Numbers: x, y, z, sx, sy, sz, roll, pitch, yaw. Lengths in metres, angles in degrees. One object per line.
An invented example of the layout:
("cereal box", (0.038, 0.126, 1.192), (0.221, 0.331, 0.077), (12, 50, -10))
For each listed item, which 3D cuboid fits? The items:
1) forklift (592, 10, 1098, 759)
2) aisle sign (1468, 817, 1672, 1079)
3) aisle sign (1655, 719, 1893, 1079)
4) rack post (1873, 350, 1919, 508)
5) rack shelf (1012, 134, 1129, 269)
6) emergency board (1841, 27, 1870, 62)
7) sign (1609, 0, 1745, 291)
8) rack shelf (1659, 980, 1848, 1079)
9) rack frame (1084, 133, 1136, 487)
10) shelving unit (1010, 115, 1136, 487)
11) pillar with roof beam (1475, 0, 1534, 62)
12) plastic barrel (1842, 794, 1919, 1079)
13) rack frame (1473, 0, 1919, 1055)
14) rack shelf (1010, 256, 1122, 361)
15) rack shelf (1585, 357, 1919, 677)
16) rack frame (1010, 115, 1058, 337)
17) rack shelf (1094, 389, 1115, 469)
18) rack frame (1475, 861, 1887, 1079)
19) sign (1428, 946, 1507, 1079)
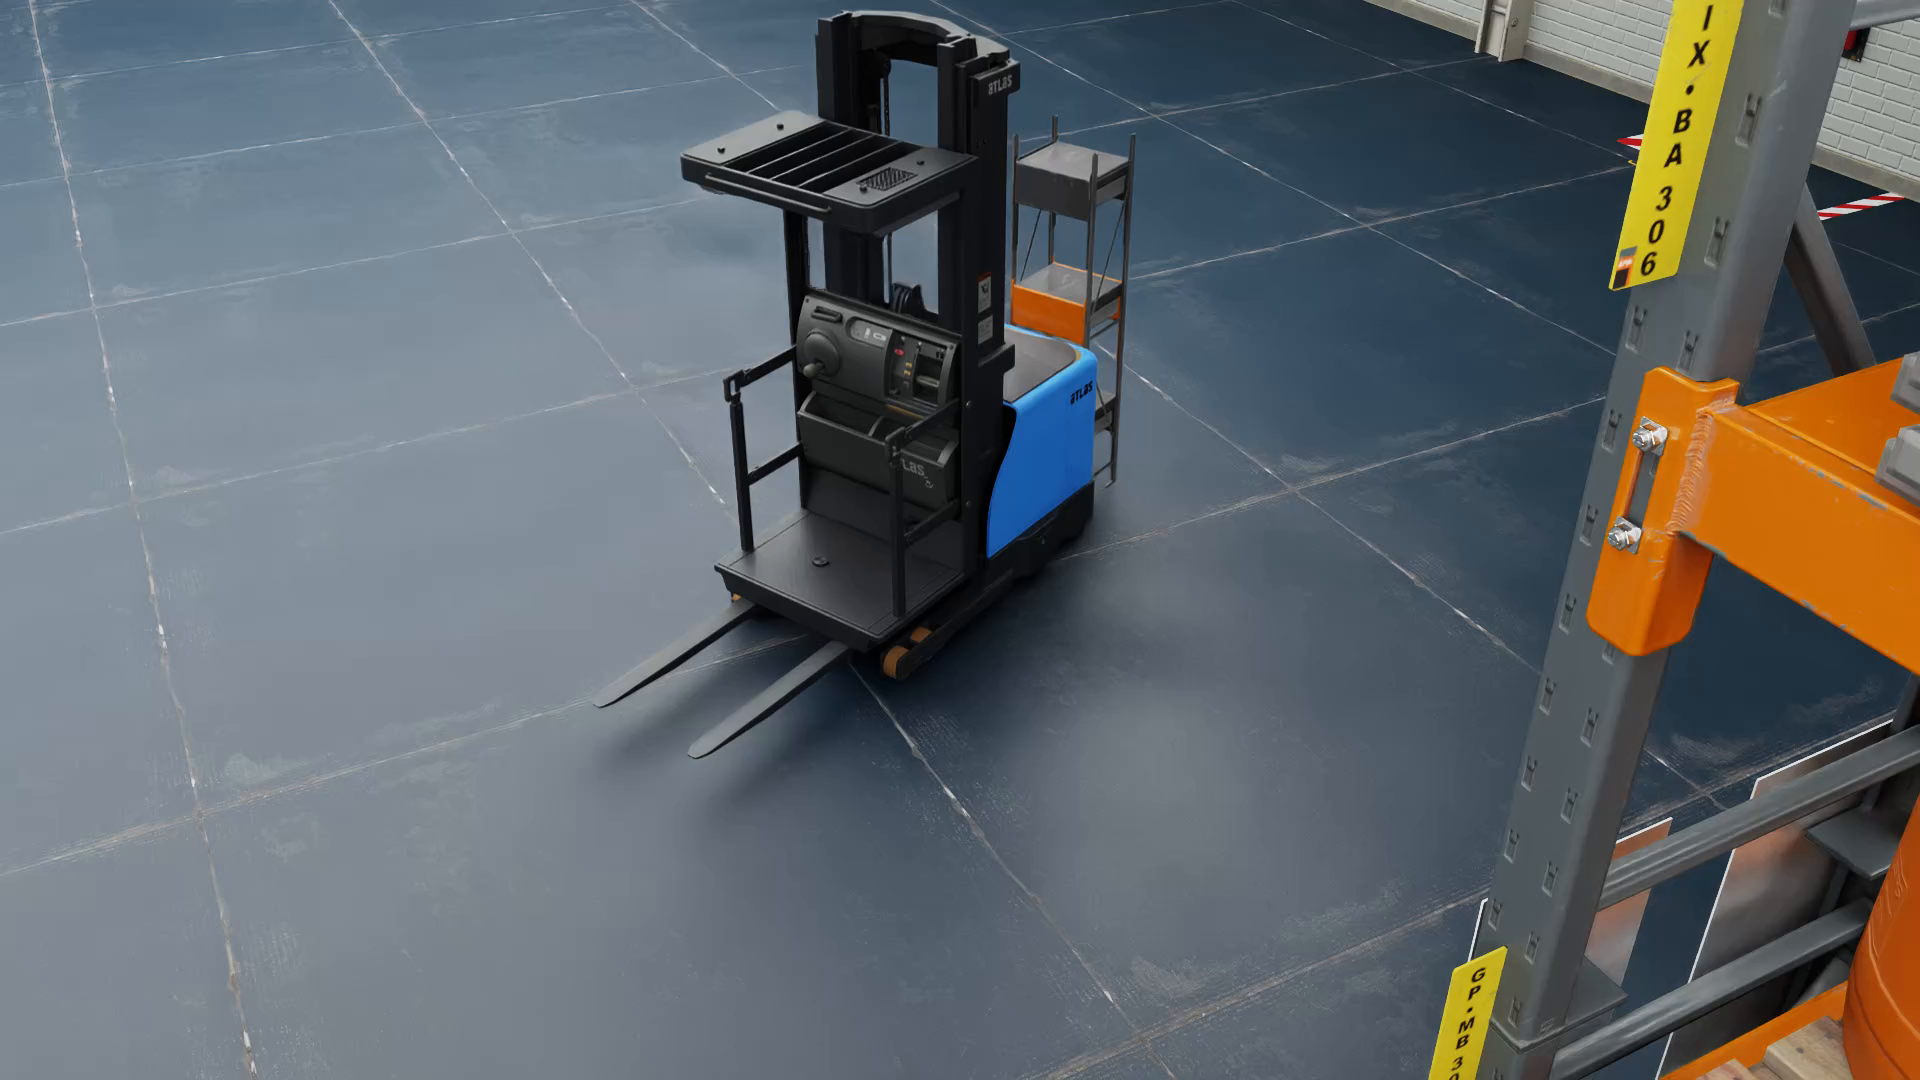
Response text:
("forklift", (-0.533, -0.845, 7.852), (1.130, 2.935, 3.031), (22, 39, 30))
("aisle sign", (0.956, 0.822, 2.776), (0.394, 0.787, 0.004), (-16, 36, -23))
("aisle sign", (1.478, 0.674, 3.007), (0.394, 0.787, 0.004), (-16, 36, -23))
("rack post", (1.489, -0.045, 1.442), (0.937, 0.300, 0.954), (-12, 35, -18))
("rack shelf", (0.596, -1.804, 8.847), (0.480, 0.518, 0.431), (22, 39, 30))
("emergency board", (7.189, -4.550, 13.571), (0.194, 1.169, 0.643), (-16, 36, -23))
("sign", (0.760, -0.424, 1.764), (0.100, 0.325, 0.005), (-16, 36, -23))
("rack shelf", (2.181, 1.872, 1.434), (1.077, 0.370, 4.000), (-16, 36, -23))
("rack frame", (0.792, -1.148, 9.095), (0.015, 2.100, 0.400), (22, 39, 30))
("shelving unit", (0.596, -1.226, 9.217), (0.503, 2.100, 0.431), (22, 39, 30))
("pillar with roof beam", (1.701, -7.668, 12.876), (9.100, 9.000, 0.400), (-16, 36, -23))
("plastic barrel", (1.588, 0.457, 2.188), (0.600, 0.830, 0.708), (-16, 36, -23))
("rack frame", (1.249, -0.648, 1.920), (1.000, 3.000, 0.127), (-16, 36, -23))
("rack shelf", (0.596, -1.215, 9.225), (0.480, 0.518, 0.431), (22, 39, 30))
("rack shelf", (2.181, 0.777, 0.732), (1.077, 0.370, 4.000), (-16, 36, -23))
("rack frame", (0.399, -1.304, 9.339), (0.015, 2.100, 0.400), (22, 39, 30))
("rack shelf", (0.596, -0.625, 9.602), (0.480, 0.518, 0.431), (22, 39, 30))
("rack frame", (1.249, 1.878, 3.539), (1.000, 3.000, 0.127), (-16, 36, -23))
("sign", (0.760, 0.747, 2.514), (0.100, 0.325, 0.005), (-16, 36, -23))
